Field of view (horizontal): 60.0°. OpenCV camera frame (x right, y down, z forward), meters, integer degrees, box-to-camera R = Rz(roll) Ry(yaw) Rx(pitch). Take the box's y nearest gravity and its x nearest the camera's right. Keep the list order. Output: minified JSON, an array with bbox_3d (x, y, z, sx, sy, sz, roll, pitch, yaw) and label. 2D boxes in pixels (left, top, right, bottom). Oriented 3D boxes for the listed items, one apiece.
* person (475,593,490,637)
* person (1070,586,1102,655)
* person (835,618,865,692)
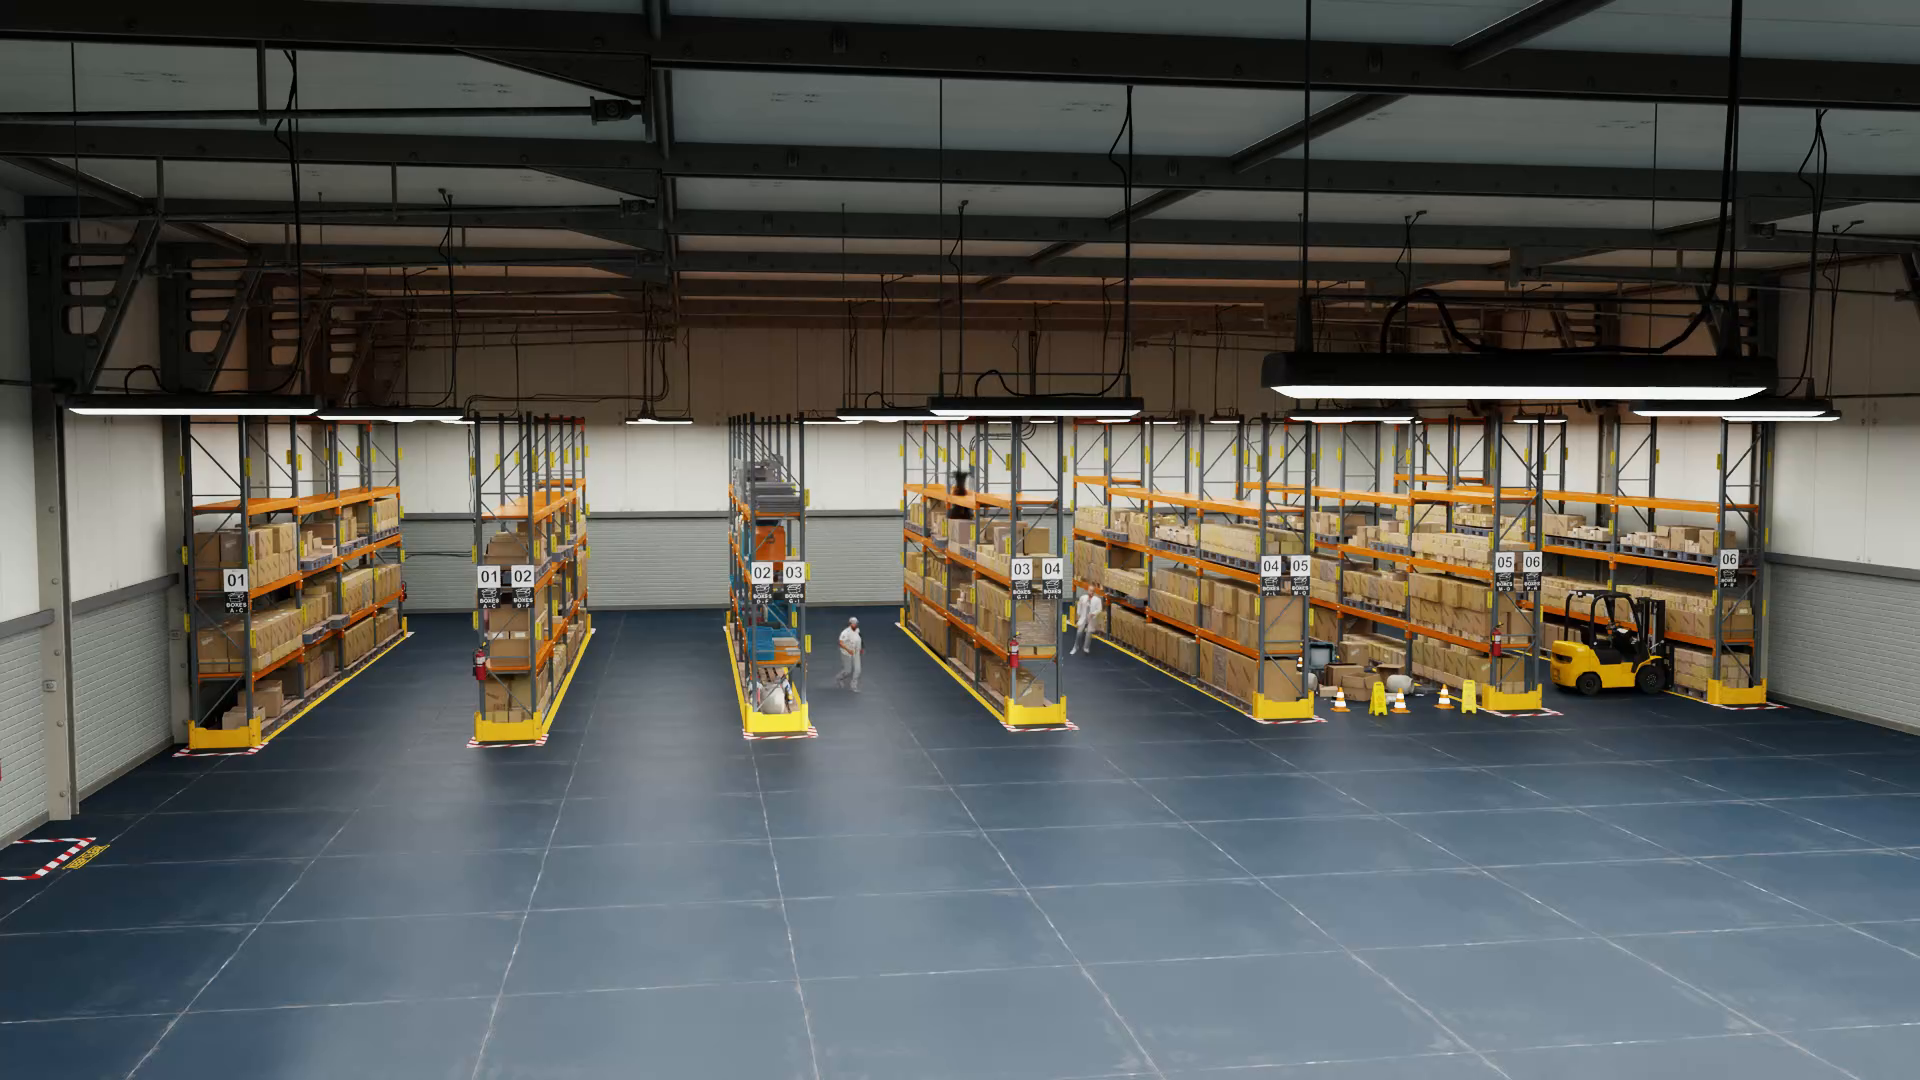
[{"bbox_3d":[-12.982,1.871,45.599,0.646,1.541,0.753,-3,5,-35],"label":"person"},{"bbox_3d":[3.162,2.005,41.552,0.771,1.720,0.855,1,4,14],"label":"person"},{"bbox_3d":[-2.423,2.473,36.090,0.608,1.620,0.723,-3,5,-38],"label":"person"}]
